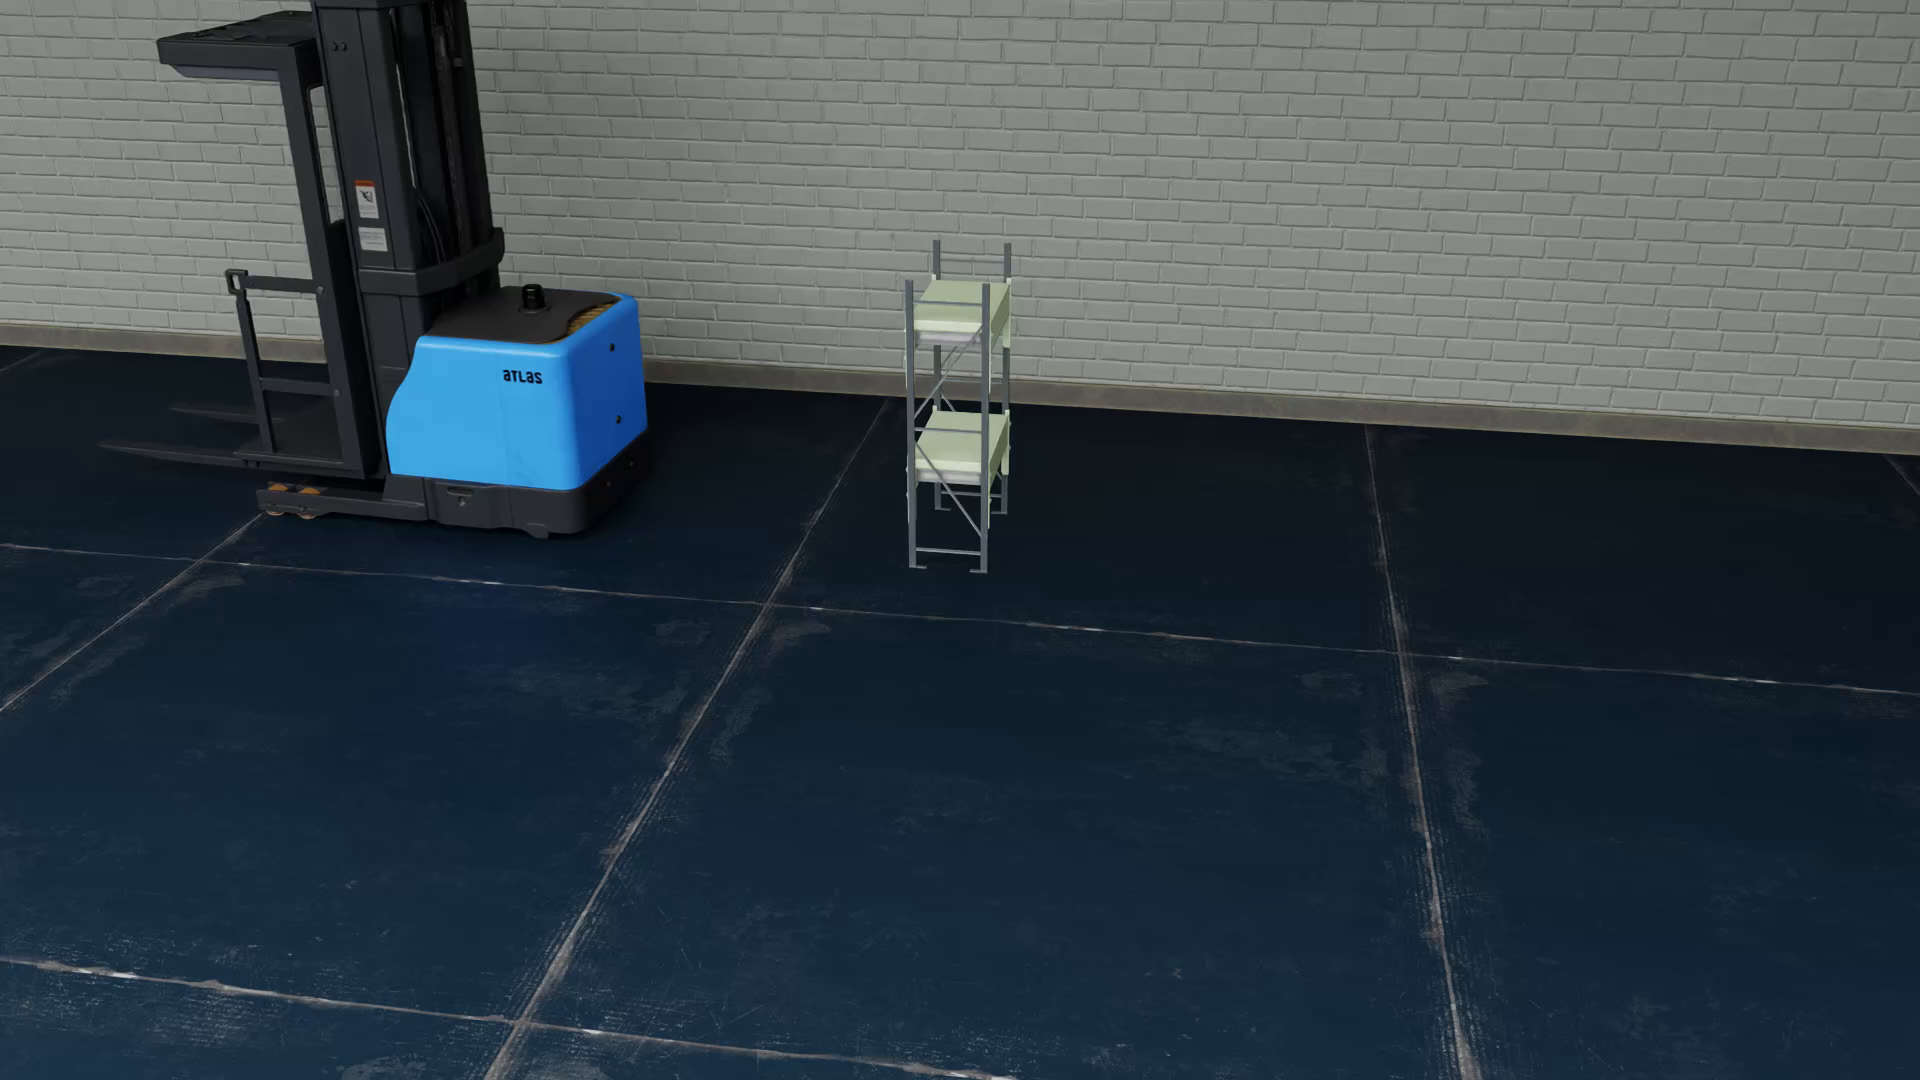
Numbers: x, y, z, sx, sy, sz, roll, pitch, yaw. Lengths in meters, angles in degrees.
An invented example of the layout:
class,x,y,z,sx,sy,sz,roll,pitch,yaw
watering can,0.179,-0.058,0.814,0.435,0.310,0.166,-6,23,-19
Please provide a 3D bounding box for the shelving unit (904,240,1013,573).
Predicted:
class,x,y,z,sx,sy,sz,roll,pitch,yaw
shelving unit,0.001,-0.682,8.438,0.431,1.500,0.755,4,25,9

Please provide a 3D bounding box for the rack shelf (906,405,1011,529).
class,x,y,z,sx,sy,sz,roll,pitch,yaw
rack shelf,0.001,-0.387,8.576,0.431,0.370,0.720,4,25,9

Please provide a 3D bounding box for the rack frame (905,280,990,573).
class,x,y,z,sx,sy,sz,roll,pitch,yaw
rack frame,-0.059,-0.529,8.111,0.400,1.500,0.023,4,25,9

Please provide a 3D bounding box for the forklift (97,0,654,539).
class,x,y,z,sx,sy,sz,roll,pitch,yaw
forklift,-3.319,-1.650,8.819,3.031,2.935,1.130,6,26,12

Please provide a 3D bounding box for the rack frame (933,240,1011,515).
class,x,y,z,sx,sy,sz,roll,pitch,yaw
rack frame,0.061,-0.835,8.765,0.400,1.500,0.023,4,25,9

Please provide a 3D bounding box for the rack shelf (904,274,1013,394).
class,x,y,z,sx,sy,sz,roll,pitch,yaw
rack shelf,0.001,-1.036,8.273,0.431,0.370,0.720,4,25,9
